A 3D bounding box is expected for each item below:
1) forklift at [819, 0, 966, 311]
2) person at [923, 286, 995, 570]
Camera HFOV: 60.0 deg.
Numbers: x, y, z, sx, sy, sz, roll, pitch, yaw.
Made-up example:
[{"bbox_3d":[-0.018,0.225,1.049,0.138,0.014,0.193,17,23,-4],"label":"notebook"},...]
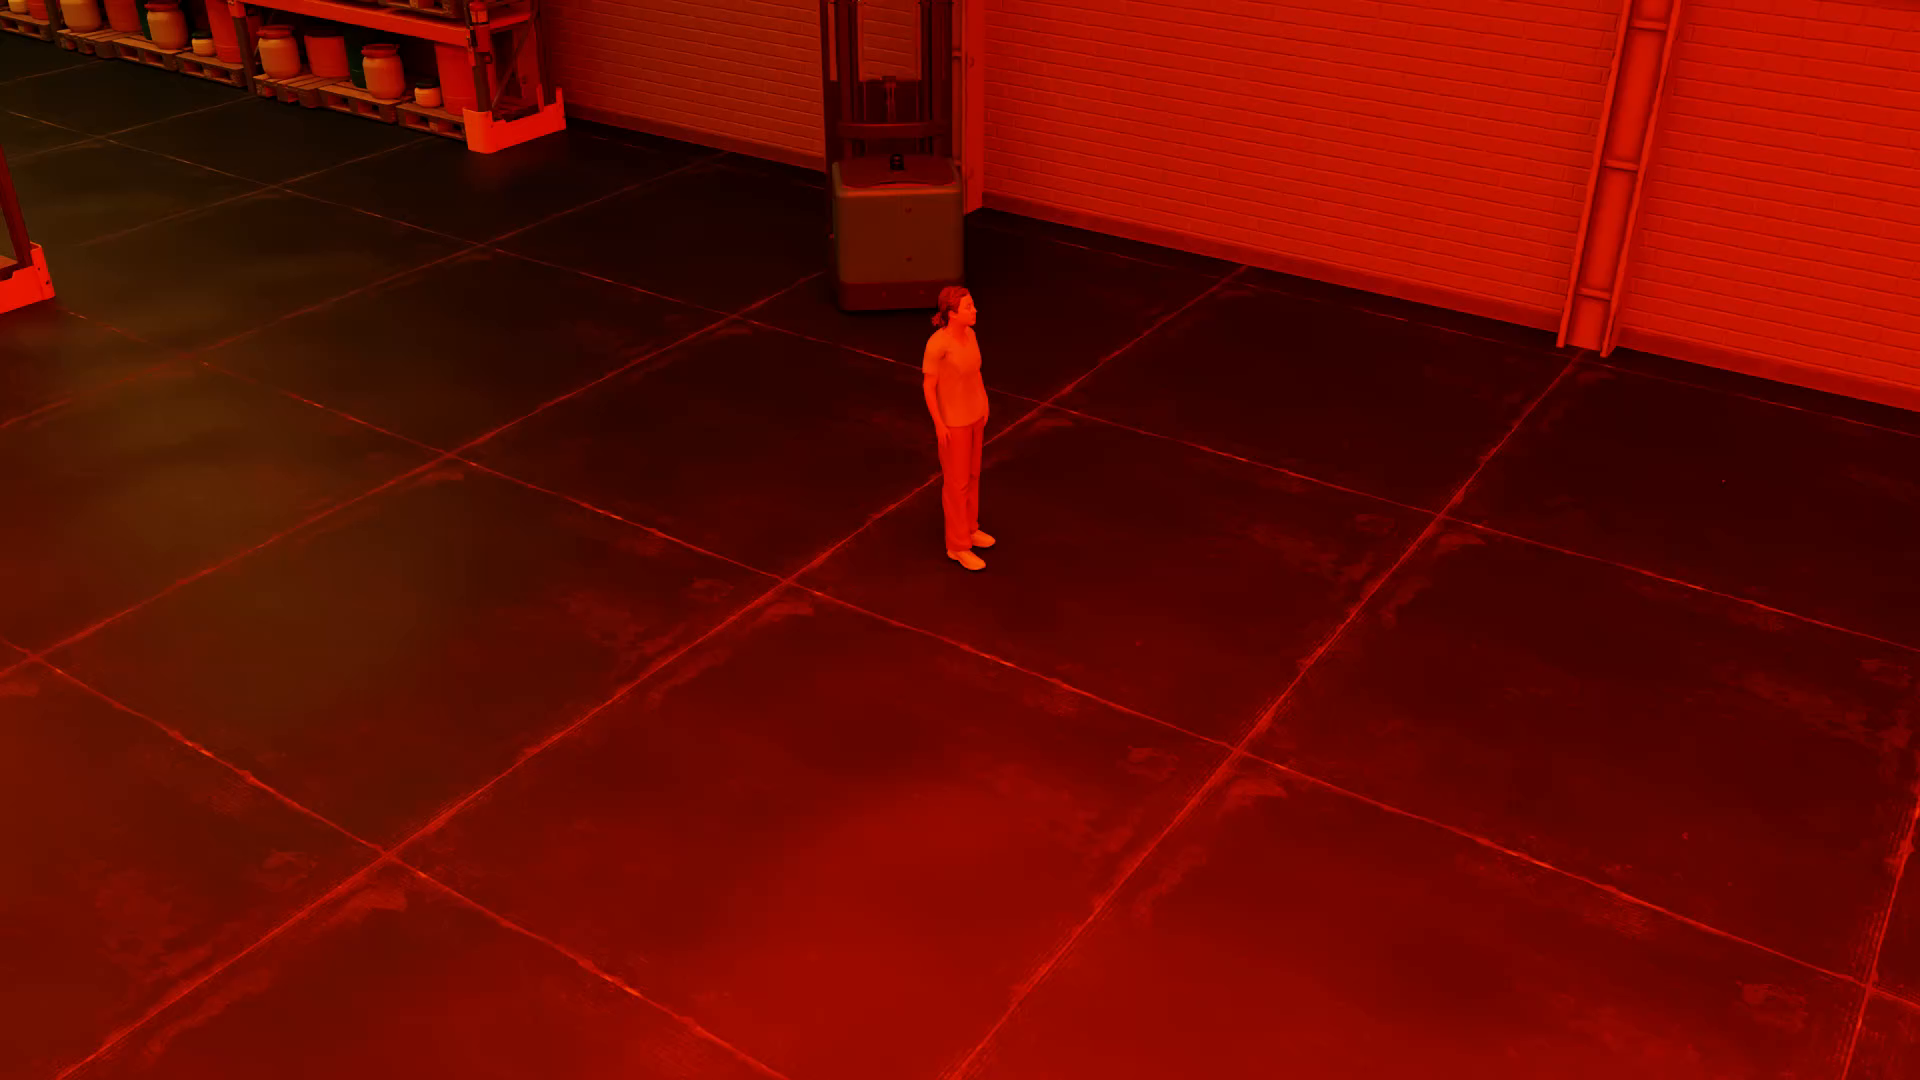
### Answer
[{"bbox_3d":[-0.635,-3.853,14.217,1.130,2.935,3.031,-3,30,-6],"label":"forklift"},{"bbox_3d":[0.055,-0.706,10.032,0.549,1.675,0.555,19,35,29],"label":"person"}]
